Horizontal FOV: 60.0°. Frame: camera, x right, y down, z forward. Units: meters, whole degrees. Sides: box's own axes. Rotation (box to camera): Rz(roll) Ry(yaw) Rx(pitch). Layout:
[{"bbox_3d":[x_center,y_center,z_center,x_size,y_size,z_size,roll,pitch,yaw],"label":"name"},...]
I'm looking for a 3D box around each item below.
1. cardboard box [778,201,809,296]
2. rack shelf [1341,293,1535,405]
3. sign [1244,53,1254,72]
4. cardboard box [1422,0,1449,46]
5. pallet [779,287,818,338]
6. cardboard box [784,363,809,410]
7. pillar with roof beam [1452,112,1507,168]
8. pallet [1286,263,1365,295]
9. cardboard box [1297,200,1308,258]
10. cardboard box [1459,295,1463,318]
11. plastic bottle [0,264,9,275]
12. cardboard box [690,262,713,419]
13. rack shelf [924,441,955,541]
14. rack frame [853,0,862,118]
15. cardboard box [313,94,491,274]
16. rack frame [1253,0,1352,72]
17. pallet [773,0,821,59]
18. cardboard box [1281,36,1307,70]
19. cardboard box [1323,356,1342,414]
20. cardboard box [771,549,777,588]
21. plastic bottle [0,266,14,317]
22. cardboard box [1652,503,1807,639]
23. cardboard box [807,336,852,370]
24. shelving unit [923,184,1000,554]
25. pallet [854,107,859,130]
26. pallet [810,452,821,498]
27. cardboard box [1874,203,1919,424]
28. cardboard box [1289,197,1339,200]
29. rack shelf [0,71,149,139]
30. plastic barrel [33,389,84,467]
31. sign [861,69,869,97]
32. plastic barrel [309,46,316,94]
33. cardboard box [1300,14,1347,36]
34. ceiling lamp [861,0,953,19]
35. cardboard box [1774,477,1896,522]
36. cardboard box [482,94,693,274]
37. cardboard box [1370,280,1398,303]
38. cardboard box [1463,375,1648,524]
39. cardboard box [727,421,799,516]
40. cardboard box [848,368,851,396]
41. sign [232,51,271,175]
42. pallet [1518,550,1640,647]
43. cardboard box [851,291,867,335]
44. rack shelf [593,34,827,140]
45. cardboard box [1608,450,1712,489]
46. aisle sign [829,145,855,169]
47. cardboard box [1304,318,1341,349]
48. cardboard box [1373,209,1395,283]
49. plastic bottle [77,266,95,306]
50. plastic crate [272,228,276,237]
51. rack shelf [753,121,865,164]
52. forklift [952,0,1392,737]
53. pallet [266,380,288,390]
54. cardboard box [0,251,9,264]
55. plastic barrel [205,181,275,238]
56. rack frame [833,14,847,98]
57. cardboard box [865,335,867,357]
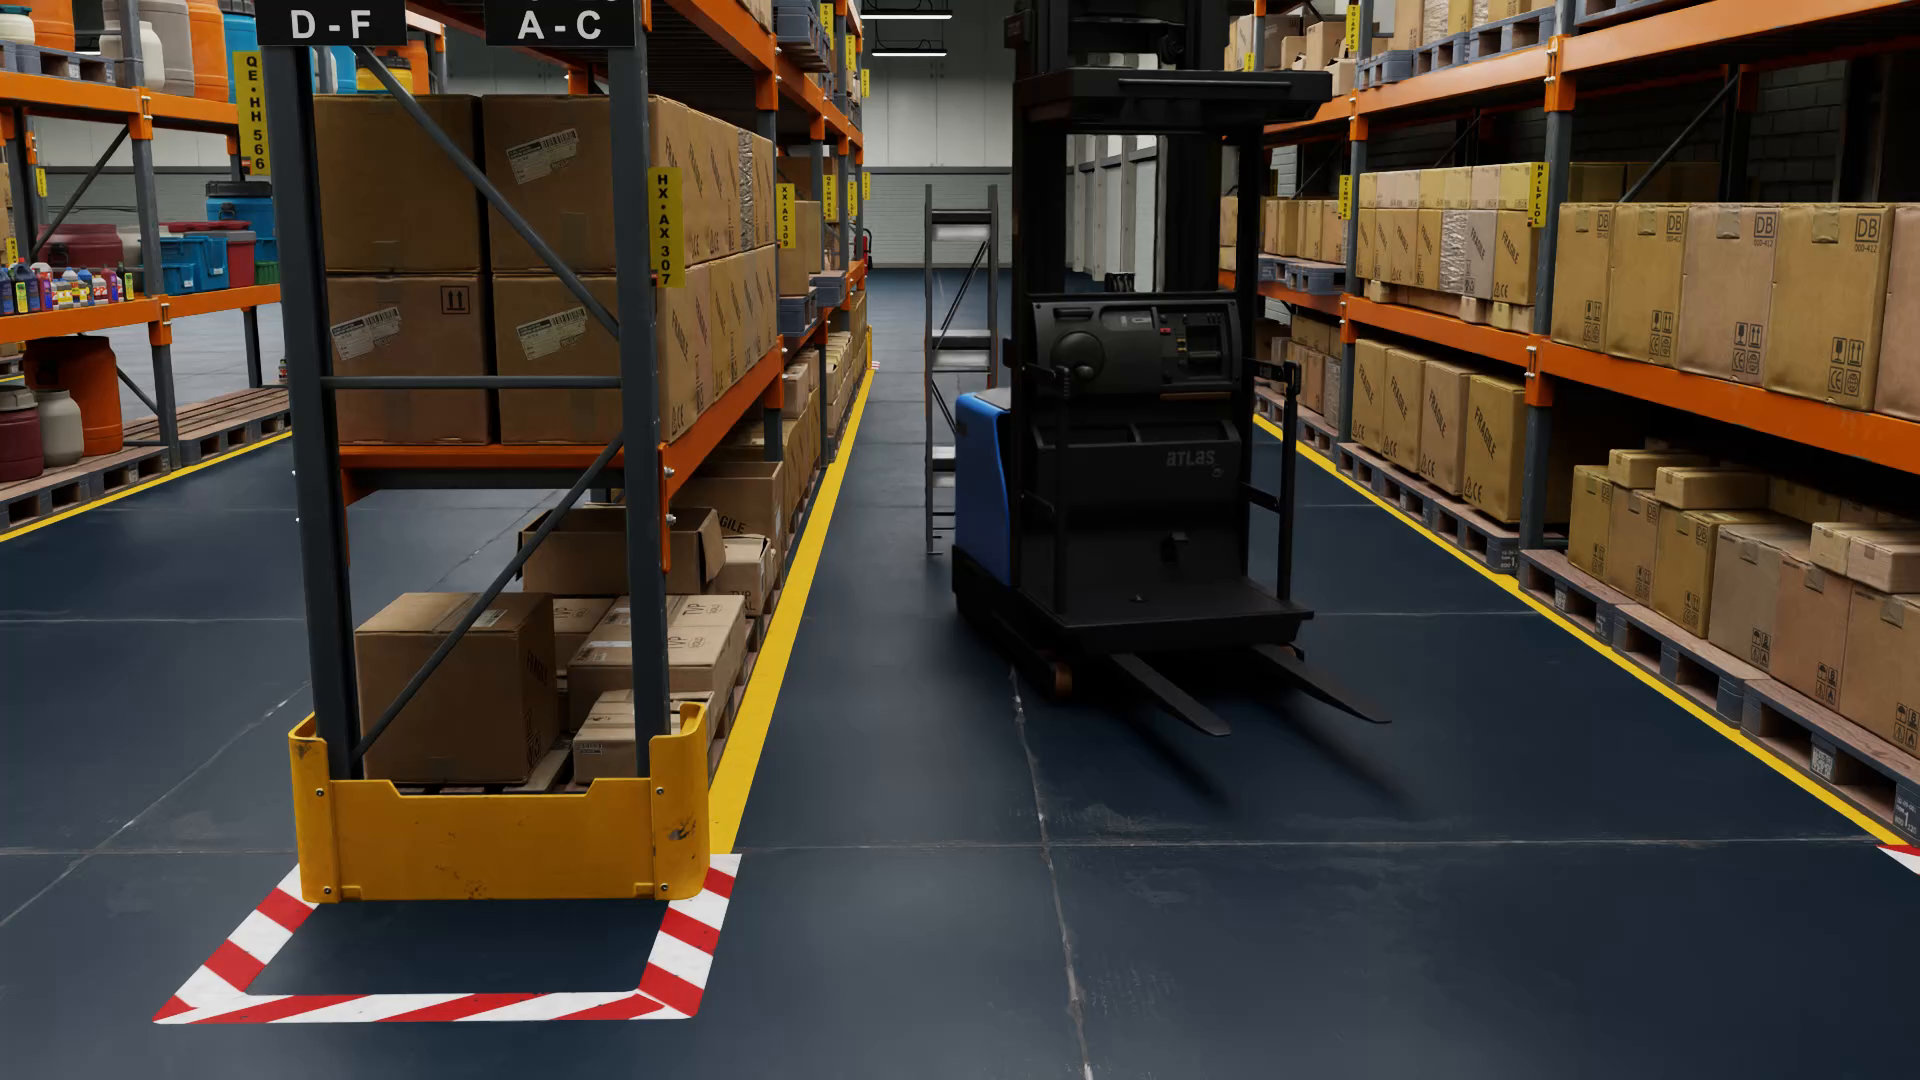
[{"bbox_3d":[-1.222,-1.578,8.985,0.700,0.500,0.500,-4,12,-20],"label":"cardboard box"},{"bbox_3d":[3.475,-1.294,10.703,1.077,0.370,4.000,0,11,-1],"label":"rack shelf"},{"bbox_3d":[2.809,-4.559,16.143,0.100,0.325,0.005,0,11,-1],"label":"sign"},{"bbox_3d":[3.565,-3.578,11.248,0.700,0.500,0.500,-1,12,-4],"label":"cardboard box"},{"bbox_3d":[-1.343,-1.293,9.373,1.003,0.211,1.213,0,11,-1],"label":"pallet"},{"bbox_3d":[-1.234,-0.982,10.649,0.500,0.250,0.500,0,11,-2],"label":"cardboard box"},{"bbox_3d":[-0.032,-5.229,13.199,9.100,9.000,0.400,0,11,-1],"label":"pillar with roof beam"},{"bbox_3d":[3.313,-2.092,13.307,1.213,0.211,1.003,0,11,-1],"label":"pallet"},{"bbox_3d":[3.377,-2.761,14.766,0.700,0.500,0.500,1,12,7],"label":"cardboard box"},{"bbox_3d":[3.235,-1.405,10.021,0.380,0.149,0.250,0,11,-1],"label":"cardboard box"},{"bbox_3d":[-6.810,-1.830,11.859,0.097,0.271,0.097,0,11,0],"label":"plastic bottle"},{"bbox_3d":[-1.115,-0.674,5.585,0.500,0.500,0.500,0,11,-2],"label":"cardboard box"},{"bbox_3d":[0.003,-0.297,9.830,0.431,0.518,0.480,0,11,-1],"label":"rack shelf"},{"bbox_3d":[-1.684,-6.554,19.730,1.000,3.000,0.127,0,11,-1],"label":"rack frame"},{"bbox_3d":[-1.637,-1.059,4.970,0.500,0.500,0.500,0,11,-2],"label":"cardboard box"},{"bbox_3d":[3.351,-5.780,15.914,1.000,3.000,0.127,0,11,-1],"label":"rack frame"},{"bbox_3d":[-1.379,-2.736,8.929,1.213,0.211,1.003,0,11,-1],"label":"pallet"},{"bbox_3d":[3.283,-4.455,15.624,0.500,0.500,0.500,1,12,7],"label":"cardboard box"},{"bbox_3d":[3.473,-1.281,14.008,0.700,0.500,0.500,0,11,-1],"label":"cardboard box"},{"bbox_3d":[-1.073,0.140,7.889,0.380,0.149,0.250,0,11,-1],"label":"cardboard box"},{"bbox_3d":[-6.044,-1.579,10.420,0.144,0.351,0.185,0,11,-1],"label":"plastic bottle"},{"bbox_3d":[3.445,0.121,7.149,0.700,0.500,0.500,0,11,0],"label":"cardboard box"},{"bbox_3d":[-1.289,-1.769,15.682,0.500,0.311,0.500,0,11,0],"label":"cardboard box"},{"bbox_3d":[0.003,-0.996,9.688,0.431,2.100,0.503,0,11,-1],"label":"shelving unit"},{"bbox_3d":[-1.695,-4.900,19.343,1.003,0.211,1.213,0,11,-1],"label":"pallet"},{"bbox_3d":[-1.541,-0.508,12.033,1.003,0.211,1.213,0,11,-1],"label":"pallet"},{"bbox_3d":[3.579,-0.702,5.223,0.980,0.700,0.700,0,11,1],"label":"cardboard box"},{"bbox_3d":[3.550,-3.238,16.914,0.500,0.500,0.500,-1,11,-2],"label":"cardboard box"},{"bbox_3d":[-6.430,-2.724,10.205,1.077,0.370,4.000,0,11,-1],"label":"rack shelf"},{"bbox_3d":[-6.343,-0.781,11.566,0.421,0.512,0.421,0,11,0],"label":"plastic barrel"},{"bbox_3d":[-1.141,-5.478,19.945,0.100,0.325,0.005,0,11,-1],"label":"sign"},{"bbox_3d":[-6.326,-4.414,15.468,0.600,0.901,0.708,0,11,-1],"label":"plastic barrel"},{"bbox_3d":[3.627,-4.957,16.587,0.500,0.500,0.500,0,11,0],"label":"cardboard box"},{"bbox_3d":[-1.163,-12.664,35.167,2.000,3.185,0.800,0,11,-1],"label":"ceiling lamp"},{"bbox_3d":[3.655,-0.170,6.951,0.380,0.149,0.250,0,11,-2],"label":"cardboard box"},{"bbox_3d":[-1.099,-1.061,4.980,0.500,0.500,0.500,0,11,1],"label":"cardboard box"},{"bbox_3d":[3.127,-1.761,11.778,0.380,0.149,0.250,0,11,1],"label":"cardboard box"},{"bbox_3d":[3.373,-0.530,9.478,0.750,0.750,0.750,0,11,0],"label":"cardboard box"},{"bbox_3d":[-1.224,-0.422,9.774,0.500,0.500,0.500,0,11,0],"label":"cardboard box"},{"bbox_3d":[-1.294,-1.495,15.742,0.500,0.250,0.500,0,11,-2],"label":"cardboard box"},{"bbox_3d":[-1.909,-1.157,4.511,0.100,0.325,0.005,0,11,-1],"label":"sign"},{"bbox_3d":[3.454,0.269,8.203,1.003,0.211,1.213,0,11,-1],"label":"pallet"},{"bbox_3d":[-1.375,-2.734,19.964,0.500,0.500,0.500,0,11,-1],"label":"cardboard box"},{"bbox_3d":[-1.477,-2.743,10.301,1.077,0.370,4.000,0,11,-1],"label":"rack shelf"},{"bbox_3d":[3.254,-0.330,7.740,0.380,0.149,0.250,0,11,1],"label":"cardboard box"},{"bbox_3d":[-1.392,-4.902,20.138,0.394,0.787,0.004,0,11,-1],"label":"aisle sign"},{"bbox_3d":[3.410,-1.860,14.979,0.500,0.250,0.500,-1,11,-3],"label":"cardboard box"},{"bbox_3d":[3.190,-2.047,11.556,0.500,0.500,0.500,0,11,1],"label":"cardboard box"},{"bbox_3d":[-6.043,-1.754,11.486,0.097,0.271,0.097,0,11,0],"label":"plastic bottle"},{"bbox_3d":[-6.238,-2.735,15.836,0.402,0.464,0.583,0,11,-1],"label":"plastic crate"},{"bbox_3d":[-1.643,-4.333,18.140,1.077,0.370,4.000,0,11,-1],"label":"rack shelf"},{"bbox_3d":[0.818,-0.860,6.928,1.130,2.935,3.031,-3,12,-14],"label":"forklift"},{"bbox_3d":[-6.526,-1.566,17.246,1.003,0.211,1.213,0,11,-1],"label":"pallet"},{"bbox_3d":[-11.315,-3.295,19.390,0.380,0.149,0.250,0,11,-1],"label":"cardboard box"},{"bbox_3d":[-6.849,-2.966,15.876,0.600,0.901,0.708,0,11,-1],"label":"plastic barrel"},{"bbox_3d":[-1.601,-5.758,15.810,1.000,3.000,0.127,0,11,-1],"label":"rack frame"},{"bbox_3d":[-1.355,-2.267,19.549,0.500,0.250,0.500,0,11,-1],"label":"cardboard box"}]
